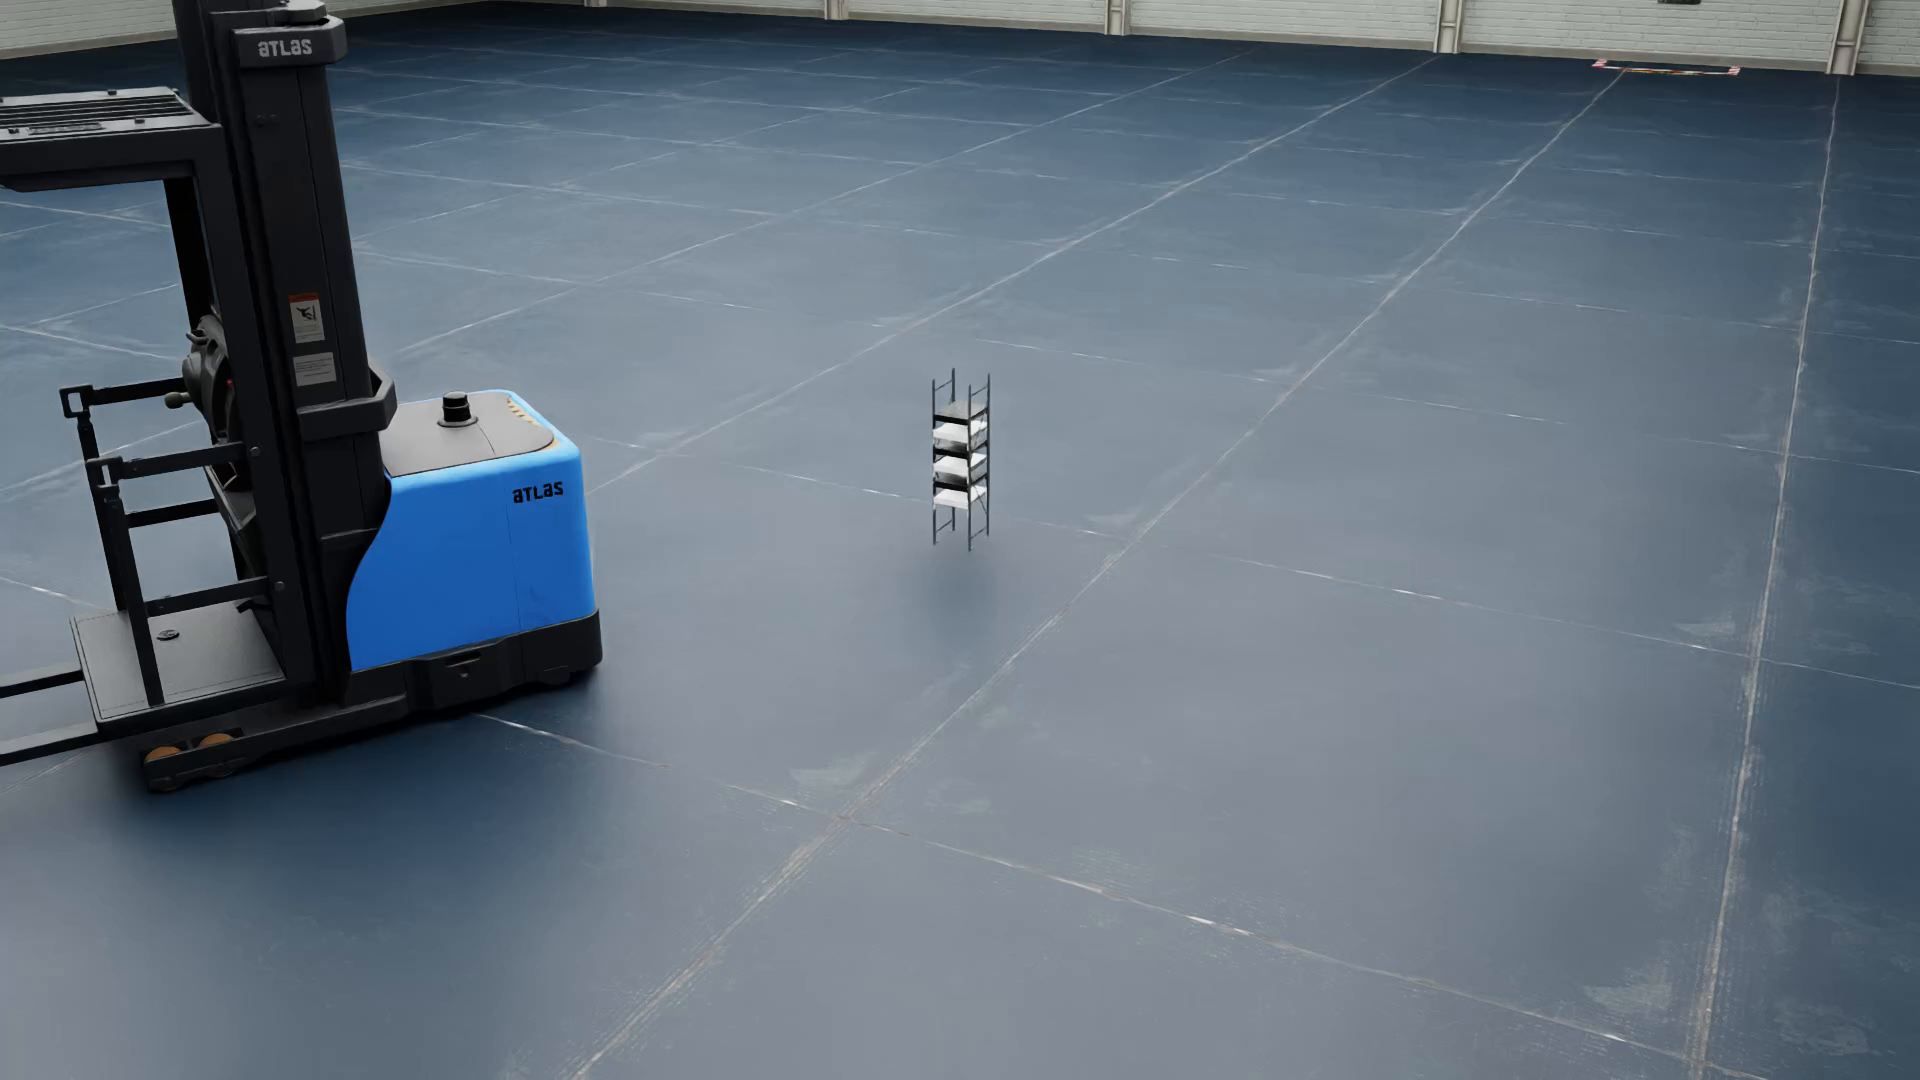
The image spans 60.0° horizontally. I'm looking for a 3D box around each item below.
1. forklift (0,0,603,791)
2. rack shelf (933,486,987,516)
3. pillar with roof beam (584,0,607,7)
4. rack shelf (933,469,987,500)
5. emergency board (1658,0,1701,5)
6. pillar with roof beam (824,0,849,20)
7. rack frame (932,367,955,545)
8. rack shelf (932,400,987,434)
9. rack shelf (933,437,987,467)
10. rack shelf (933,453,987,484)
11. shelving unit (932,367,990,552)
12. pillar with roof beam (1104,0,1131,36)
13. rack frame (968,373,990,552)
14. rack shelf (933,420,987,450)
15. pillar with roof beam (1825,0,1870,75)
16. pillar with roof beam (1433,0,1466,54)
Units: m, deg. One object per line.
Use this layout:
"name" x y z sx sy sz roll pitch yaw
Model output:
"forklift" -3.103 -0.612 6.443 3.031 2.935 1.130 -13 26 -29
"rack shelf" 0.007 -0.216 8.654 0.200 0.077 0.258 11 25 25
"pillar with roof beam" -9.752 -14.090 30.384 0.400 9.000 9.100 11 25 25
"rack shelf" 0.007 -0.299 8.619 0.200 0.077 0.258 11 25 25
"emergency board" 11.421 -9.053 26.205 0.626 1.169 0.157 11 25 25
"pillar with roof beam" -4.398 -13.031 27.893 0.400 9.000 9.100 11 25 25
"rack frame" -0.083 -0.431 8.613 0.006 0.900 0.240 11 25 25
"rack shelf" 0.007 -0.630 8.478 0.200 0.077 0.258 11 25 25
"rack shelf" 0.007 -0.465 8.548 0.200 0.077 0.258 11 25 25
"rack shelf" 0.007 -0.382 8.584 0.200 0.077 0.258 11 25 25
"shelving unit" 0.007 -0.413 8.571 0.210 0.900 0.258 11 25 25
"pillar with roof beam" 0.957 -11.972 25.402 0.400 9.000 9.100 11 25 25
"rack frame" 0.098 -0.395 8.528 0.006 0.900 0.240 11 25 25
"rack shelf" 0.007 -0.548 8.513 0.200 0.077 0.258 11 25 25
"pillar with roof beam" 11.666 -9.853 20.419 0.400 9.000 9.100 11 25 25
"pillar with roof beam" 6.312 -10.912 22.910 0.400 9.000 9.100 11 25 25
